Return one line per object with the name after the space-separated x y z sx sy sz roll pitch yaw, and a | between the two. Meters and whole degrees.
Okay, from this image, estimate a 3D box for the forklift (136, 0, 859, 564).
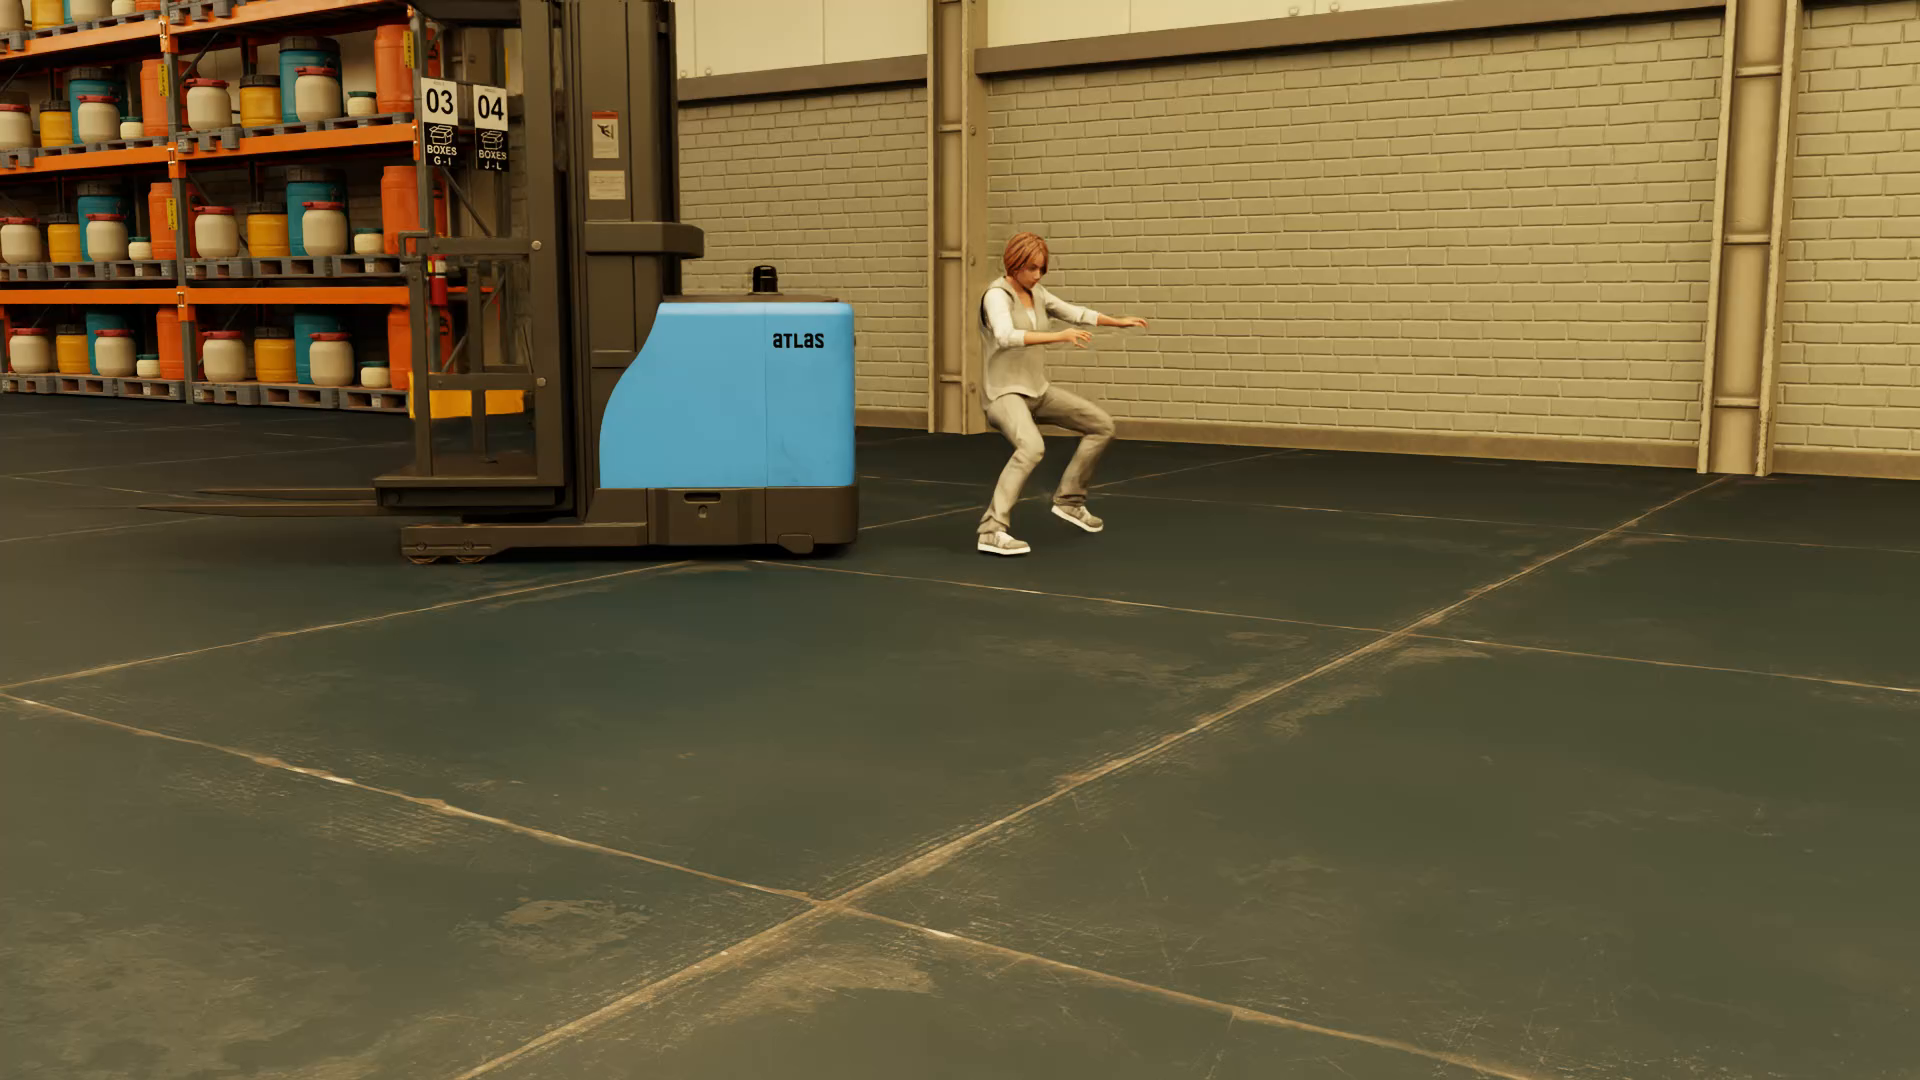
-1.974 -1.427 7.228 3.031 2.935 1.130 0 8 -3 | forklift

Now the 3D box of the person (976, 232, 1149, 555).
0.388 -0.620 7.429 0.662 1.274 0.904 7 11 41 | person
